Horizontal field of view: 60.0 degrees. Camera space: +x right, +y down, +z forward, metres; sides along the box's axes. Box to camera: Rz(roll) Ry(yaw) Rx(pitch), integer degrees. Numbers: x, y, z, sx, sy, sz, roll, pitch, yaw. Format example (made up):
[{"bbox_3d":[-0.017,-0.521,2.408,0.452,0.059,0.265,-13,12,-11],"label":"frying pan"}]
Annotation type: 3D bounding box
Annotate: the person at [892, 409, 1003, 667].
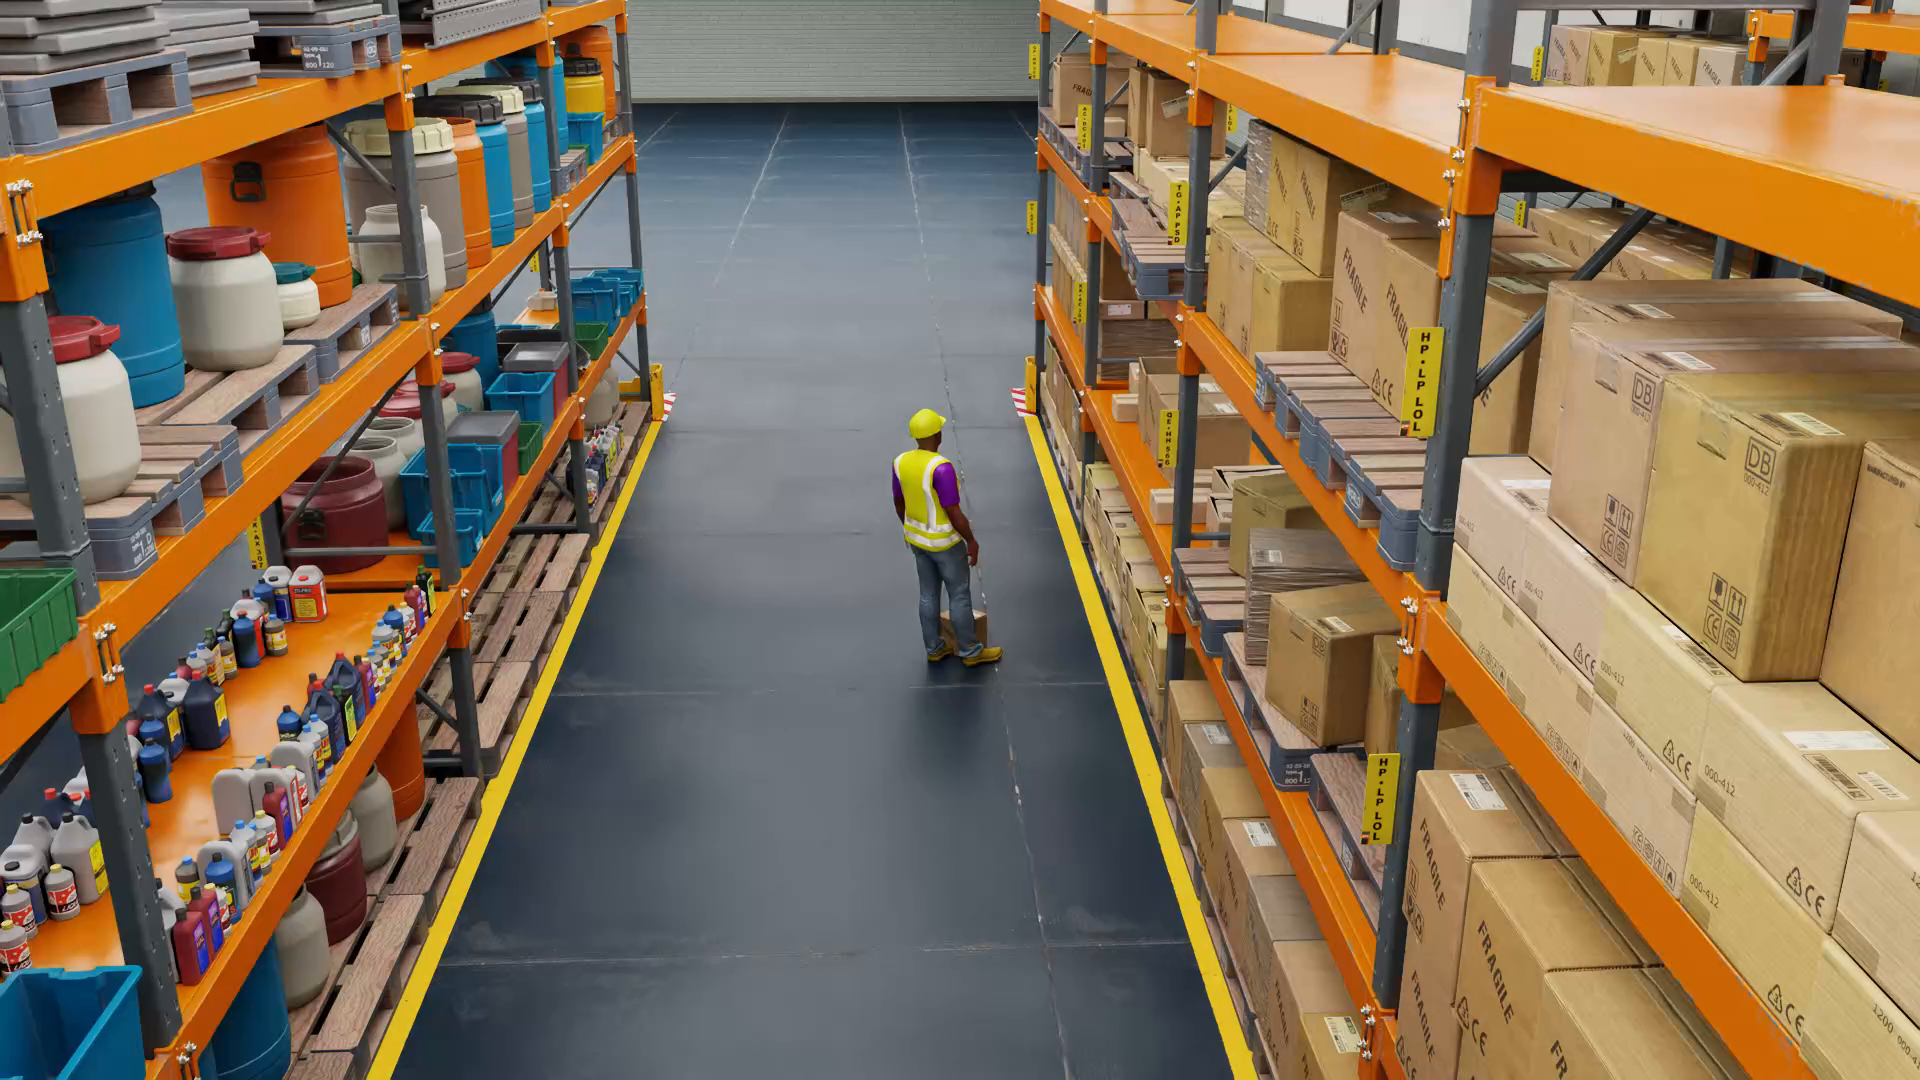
[{"bbox_3d":[-0.106,-0.031,11.100,0.666,1.766,0.576,19,27,41],"label":"person"}]
